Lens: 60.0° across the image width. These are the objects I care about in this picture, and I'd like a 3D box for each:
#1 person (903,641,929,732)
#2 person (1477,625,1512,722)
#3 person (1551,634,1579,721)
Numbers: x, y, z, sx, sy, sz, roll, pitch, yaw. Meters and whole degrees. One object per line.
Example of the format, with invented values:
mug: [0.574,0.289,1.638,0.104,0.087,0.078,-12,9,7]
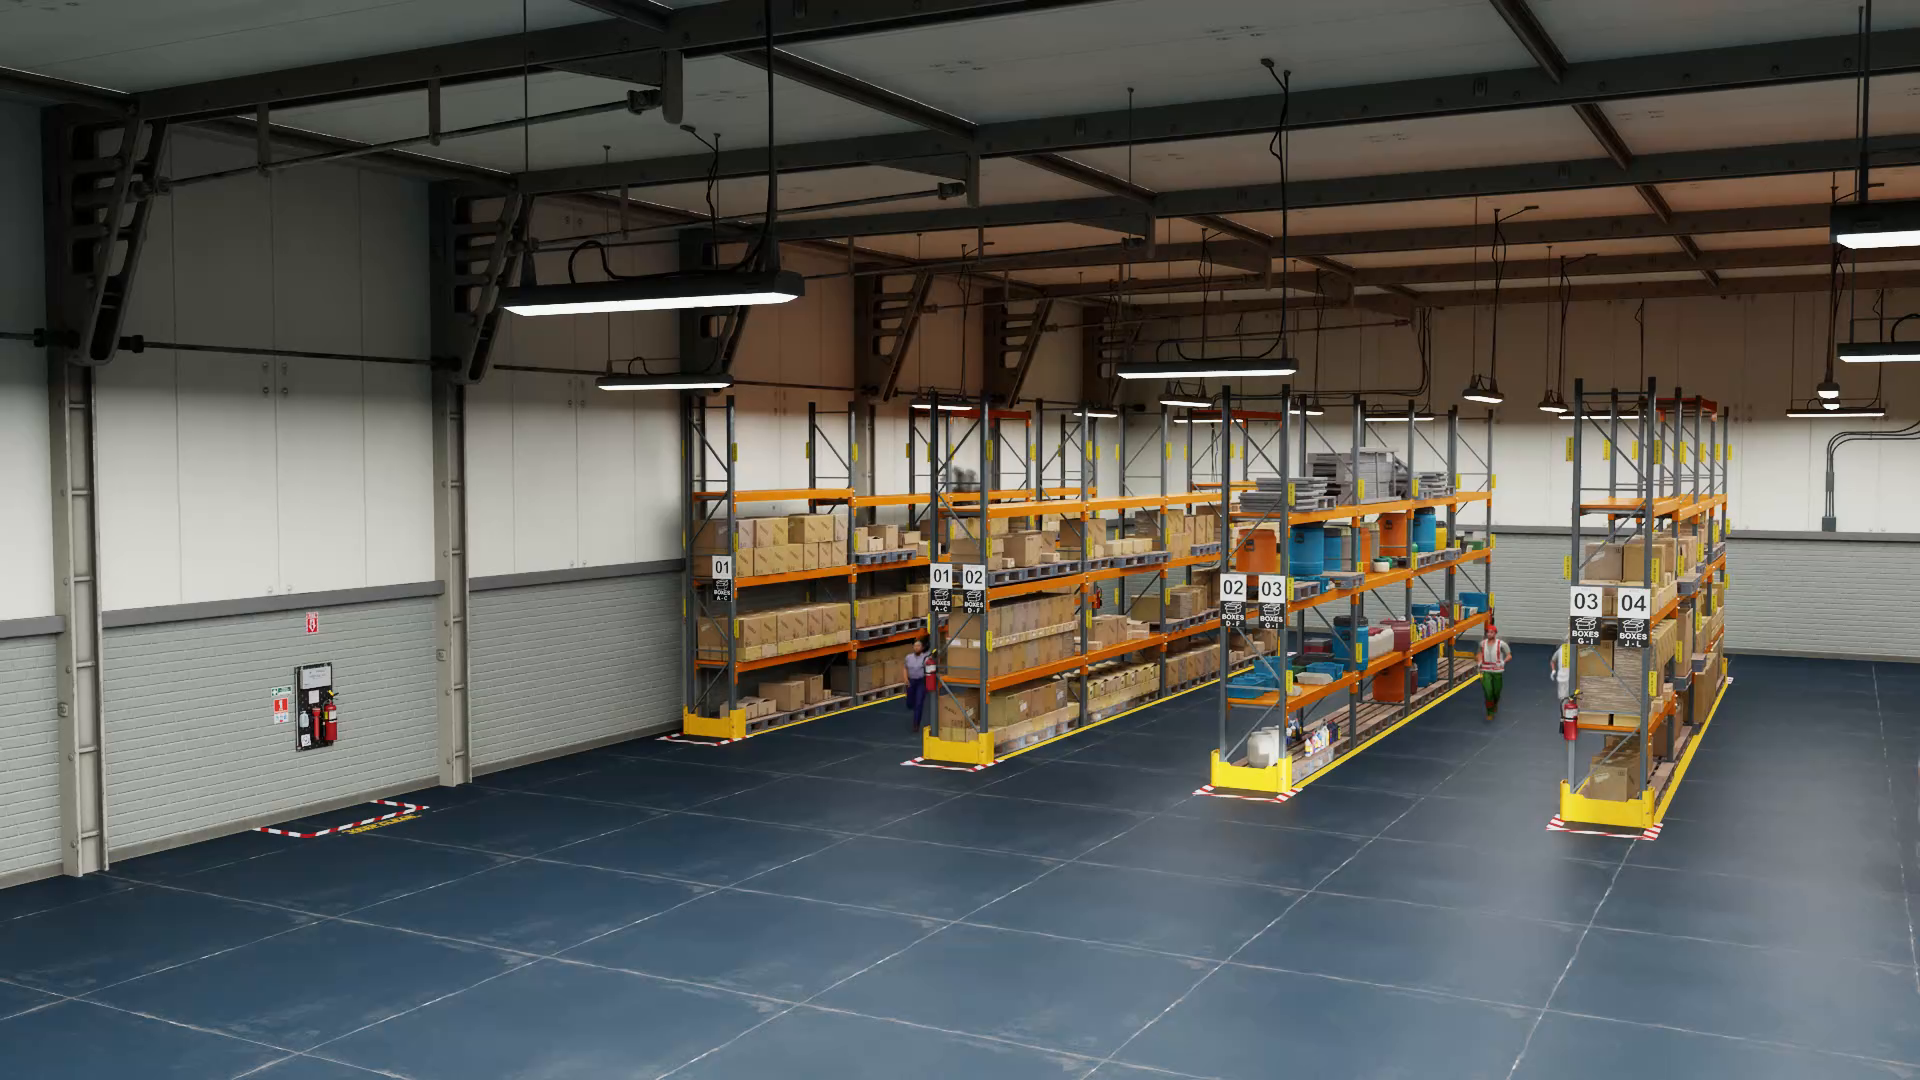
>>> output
person: [-0.751,2.638,30.159,0.606,1.619,0.806,1,3,16]
person: [9.999,2.483,31.183,0.646,1.779,0.816,2,3,27]
person: [10.904,2.549,29.722,0.696,1.762,0.941,1,3,24]
